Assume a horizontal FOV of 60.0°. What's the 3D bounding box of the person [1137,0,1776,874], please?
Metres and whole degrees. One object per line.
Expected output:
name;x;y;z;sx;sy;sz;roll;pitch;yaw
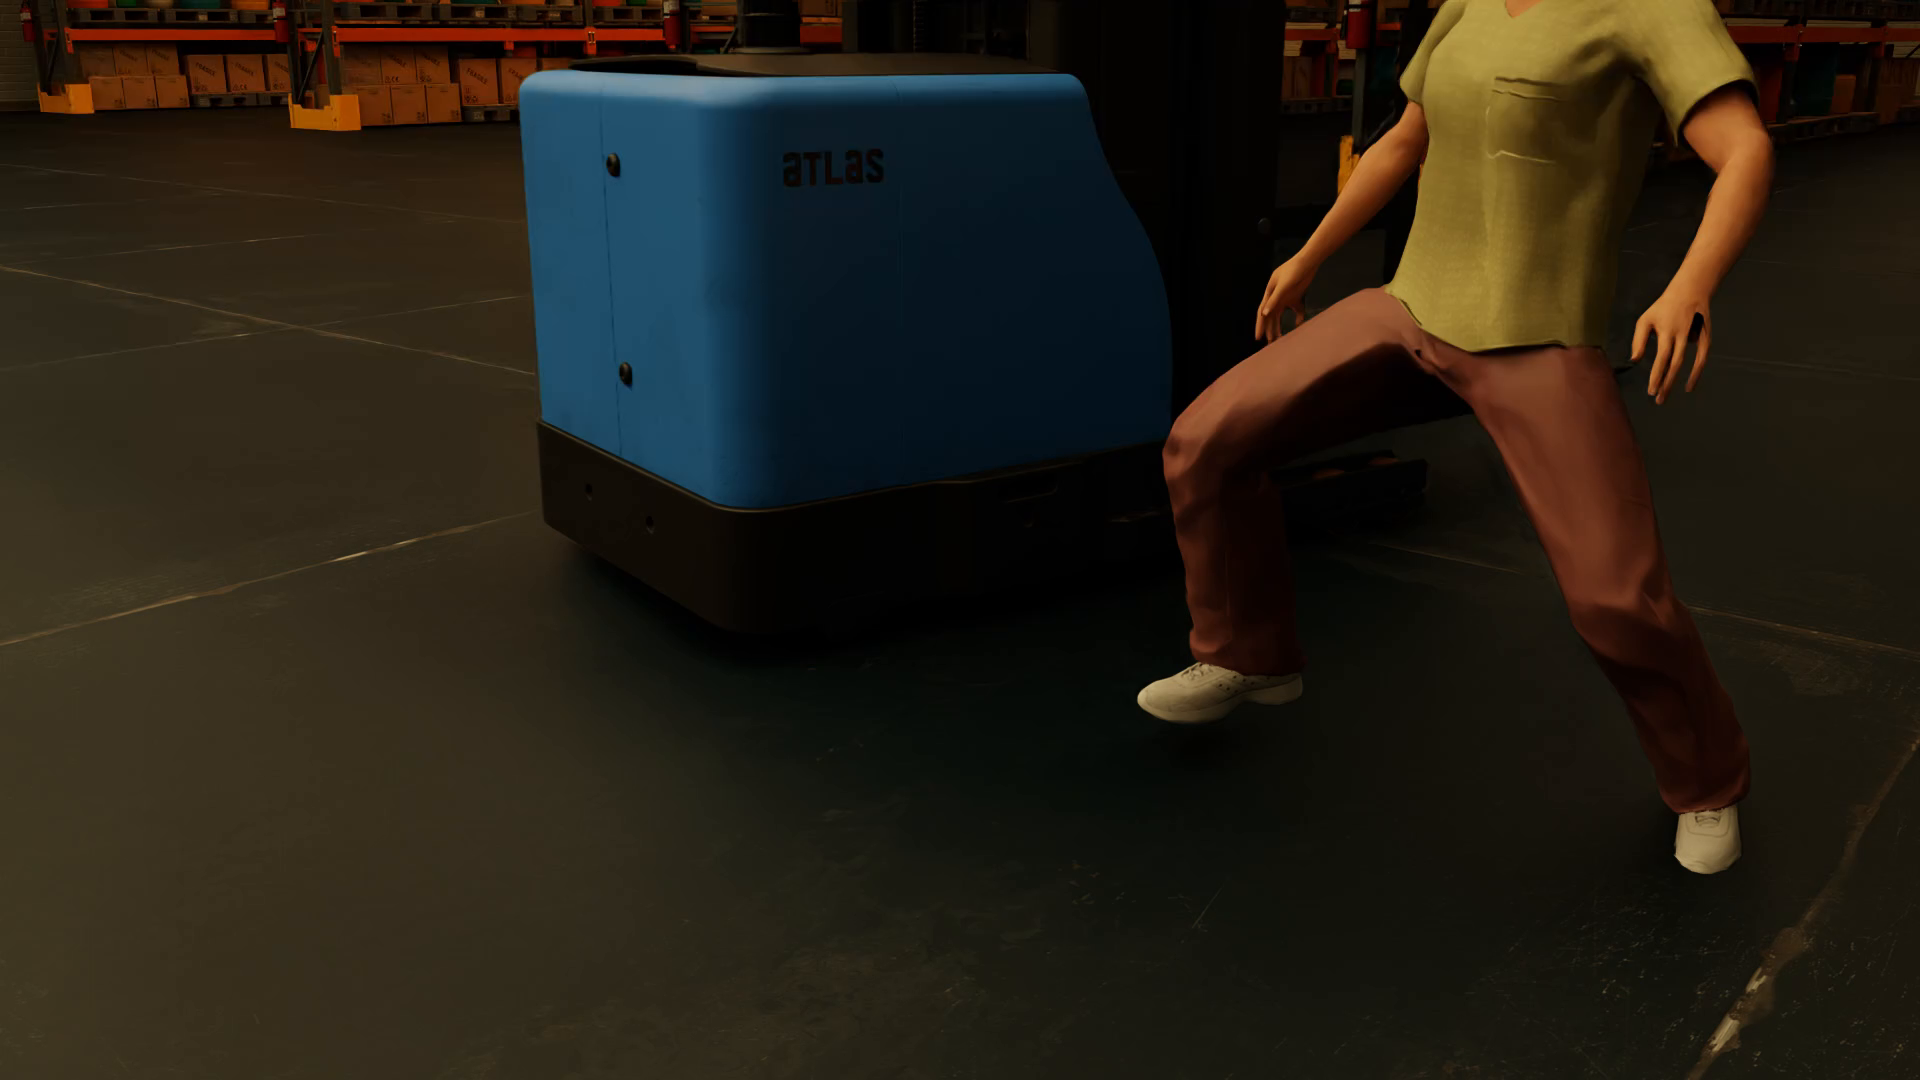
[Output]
person;0.794;-0.311;2.394;0.709;1.551;0.884;-10;19;-29

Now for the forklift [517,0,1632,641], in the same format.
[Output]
forklift;0.531;-1.523;3.912;3.031;2.935;1.130;-12;20;-33
